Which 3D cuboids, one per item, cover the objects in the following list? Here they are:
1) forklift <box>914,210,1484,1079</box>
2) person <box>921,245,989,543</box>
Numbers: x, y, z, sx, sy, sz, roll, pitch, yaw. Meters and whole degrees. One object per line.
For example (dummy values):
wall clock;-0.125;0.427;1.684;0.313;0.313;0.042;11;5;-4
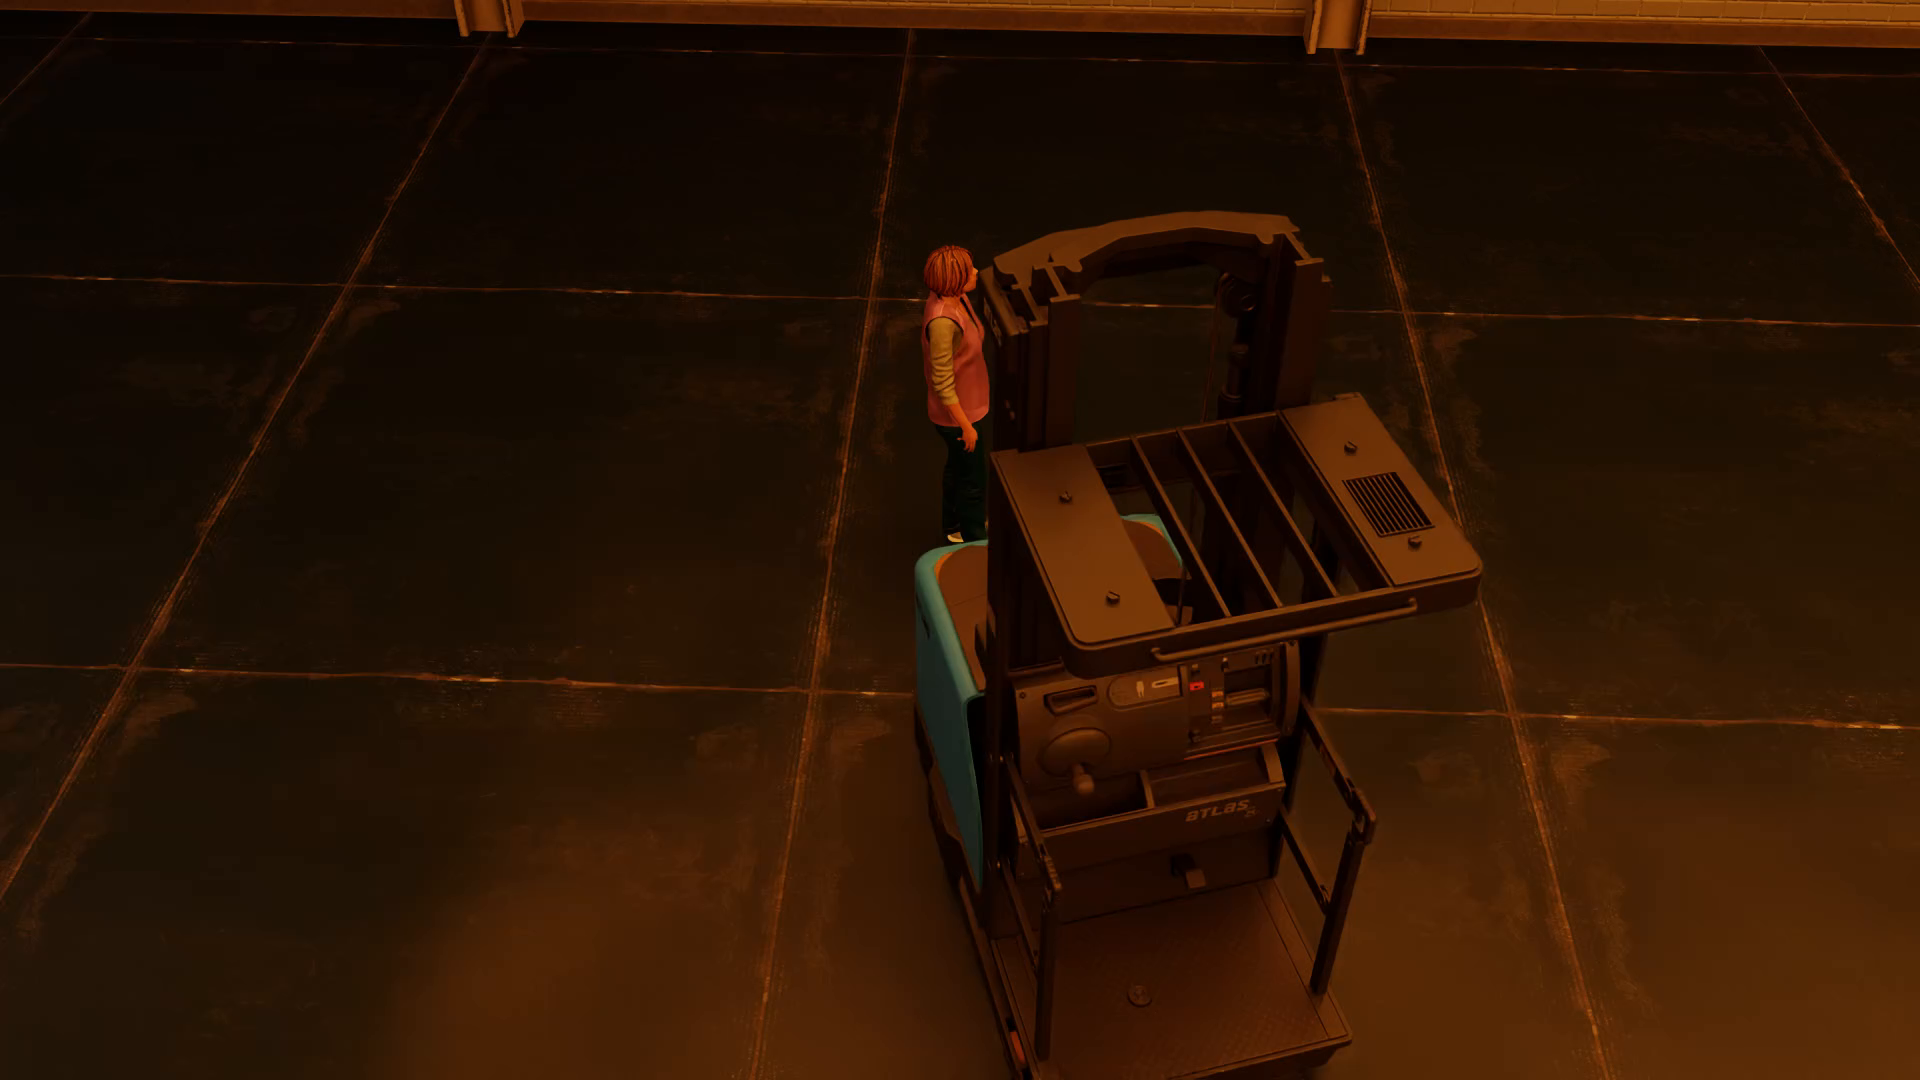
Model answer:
forklift;0.680;0.630;5.052;1.130;2.935;3.031;-10;43;-11
person;0.074;-0.584;7.361;0.473;1.599;0.521;2;42;2
